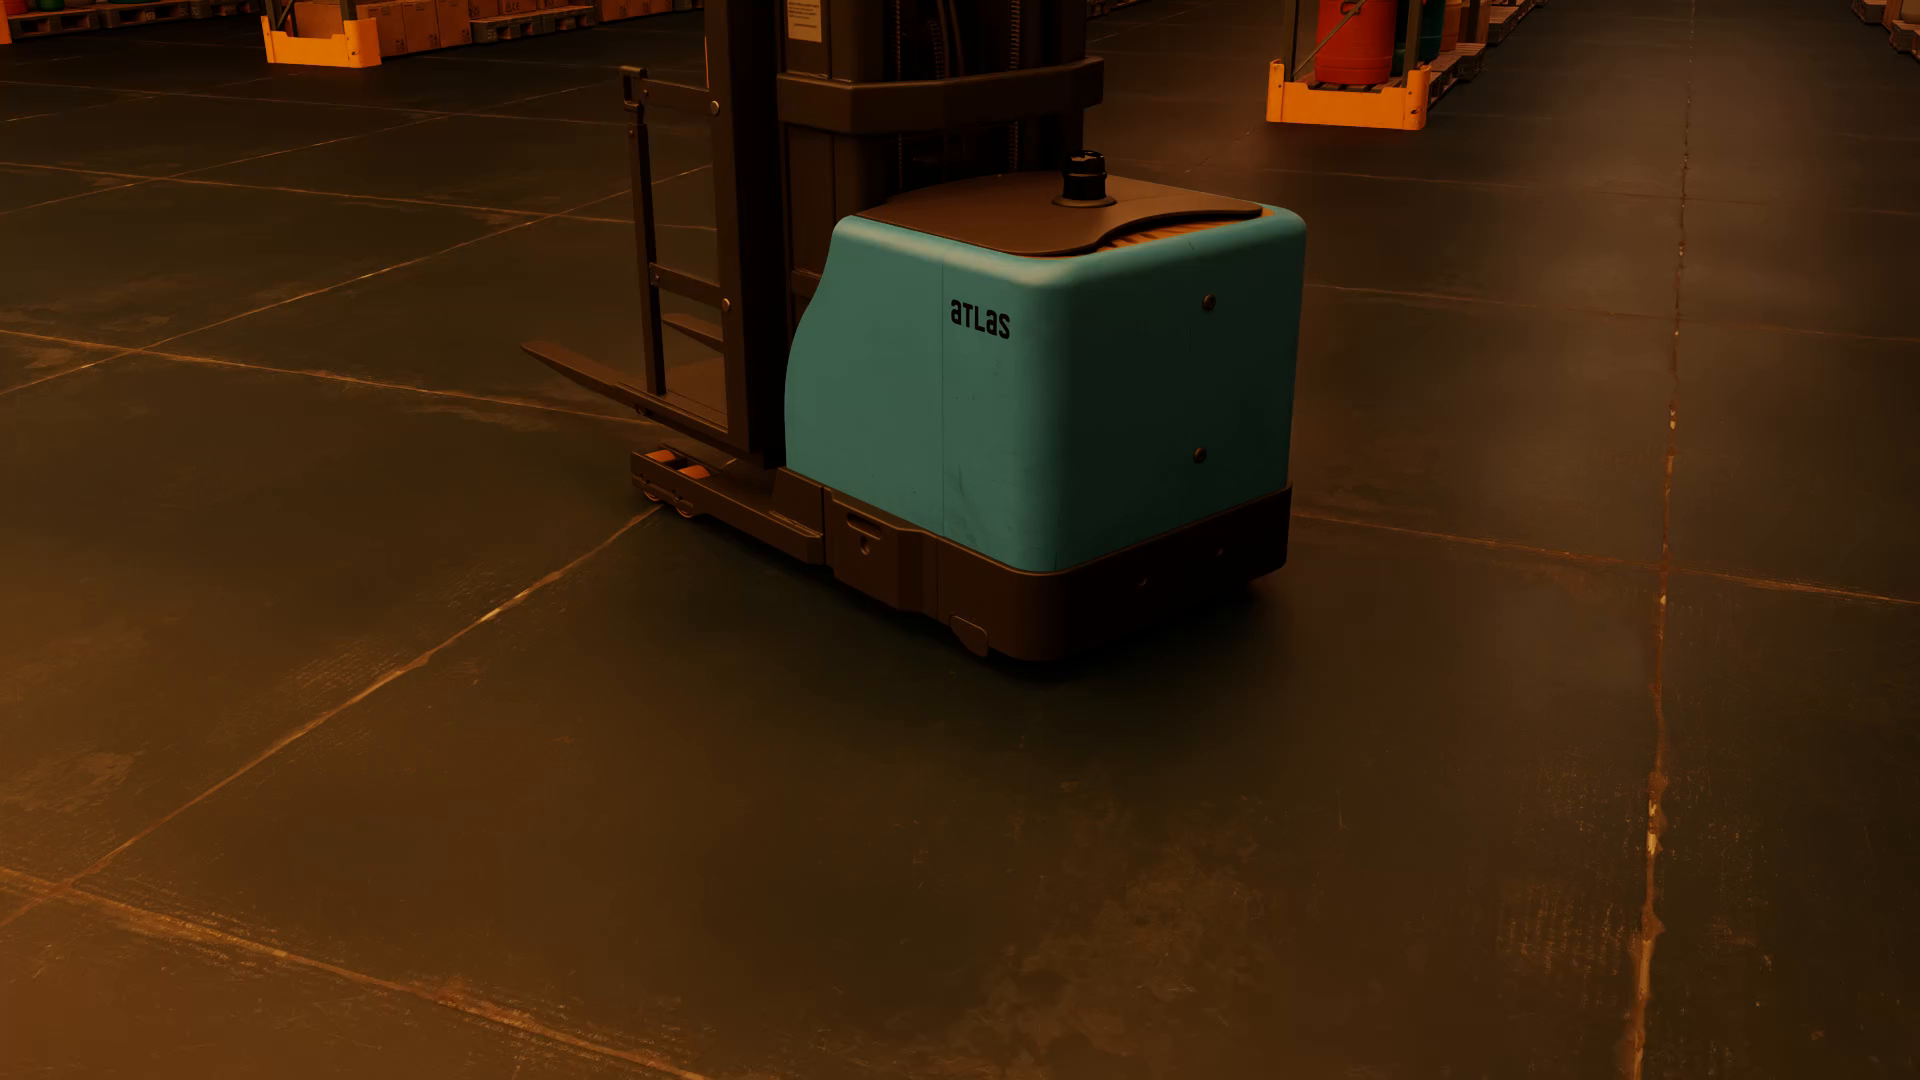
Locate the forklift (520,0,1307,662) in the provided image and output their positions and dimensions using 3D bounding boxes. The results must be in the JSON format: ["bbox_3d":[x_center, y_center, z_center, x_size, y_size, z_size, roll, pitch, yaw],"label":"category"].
[{"bbox_3d":[-0.414,-1.534,4.963,1.130,2.935,3.031,-19,29,-38],"label":"forklift"}]
